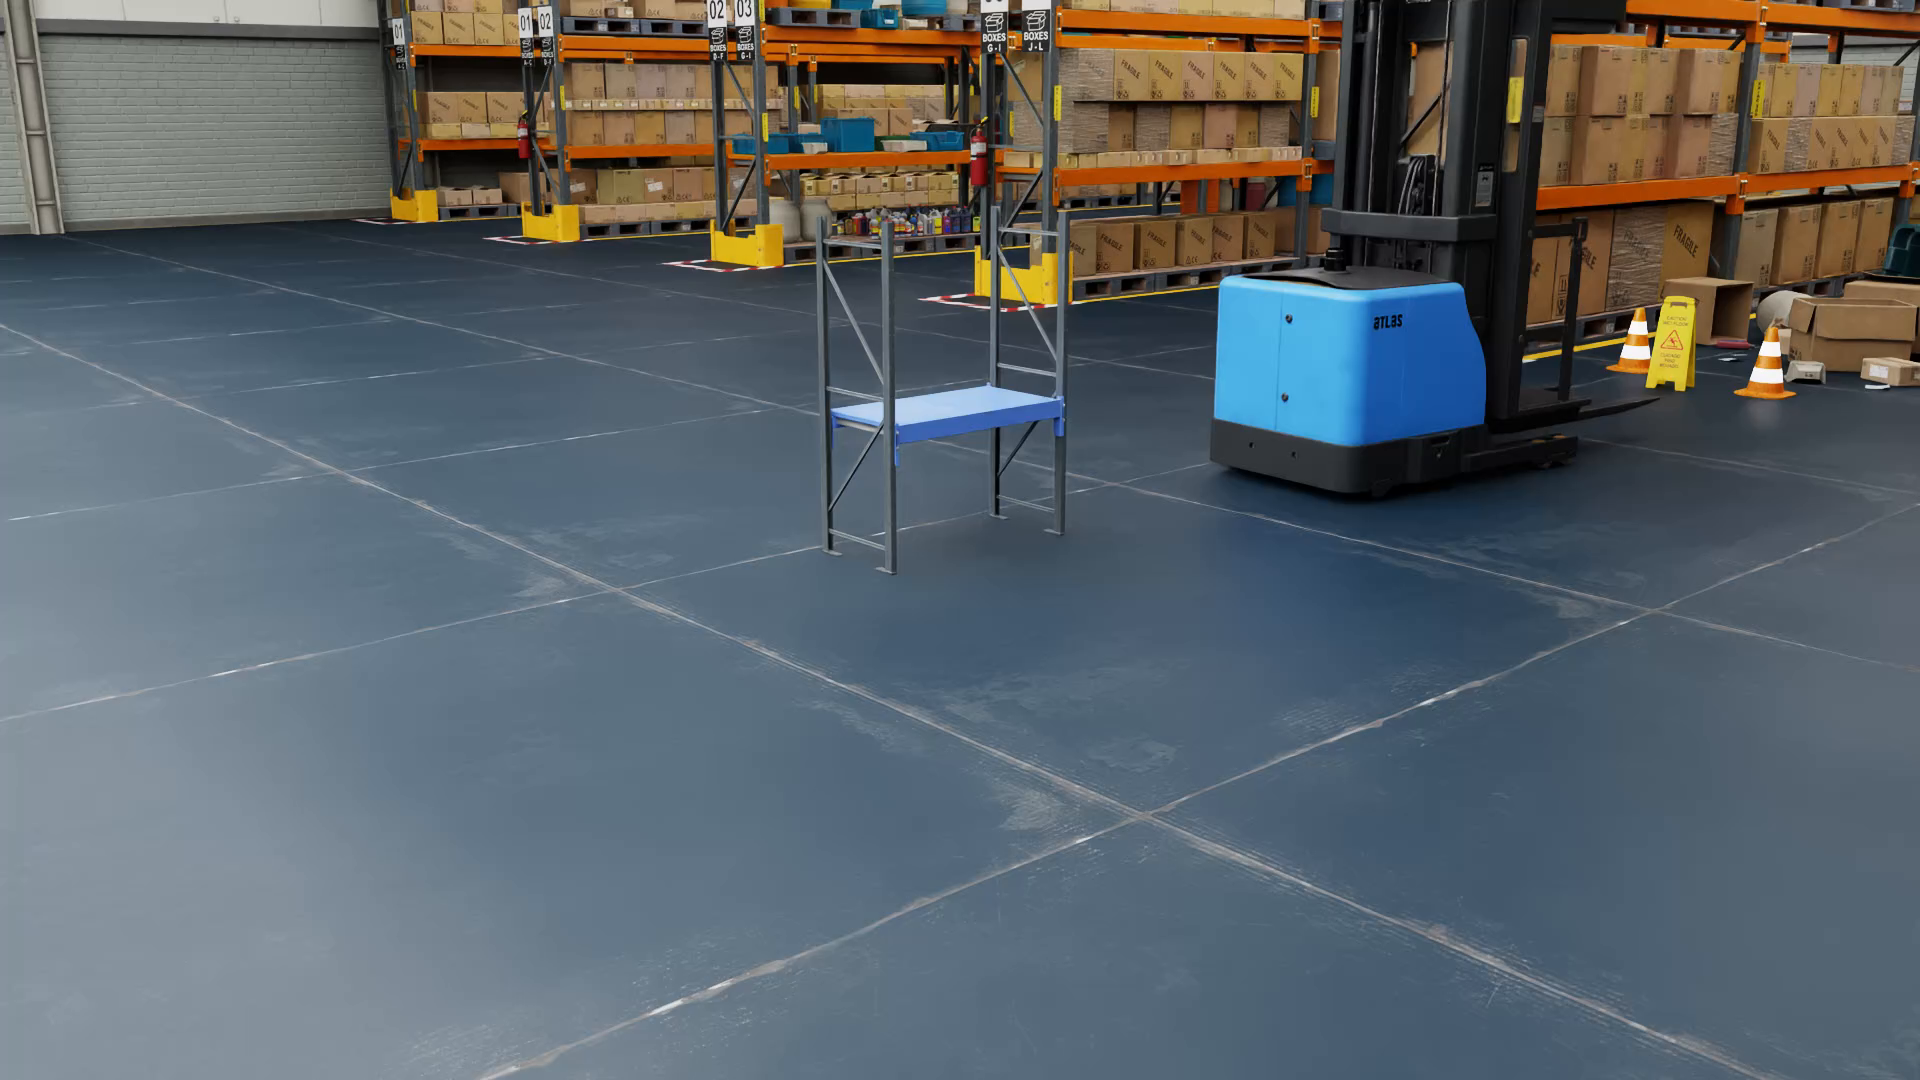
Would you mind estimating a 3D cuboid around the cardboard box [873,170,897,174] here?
[{"bbox_3d":[-1.247,-6.127,28.303,0.500,0.311,0.500,-13,20,-41],"label":"cardboard box"}]

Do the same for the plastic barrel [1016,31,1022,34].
[{"bbox_3d":[0.590,-7.367,22.733,0.708,0.901,0.600,-13,19,-39],"label":"plastic barrel"}]

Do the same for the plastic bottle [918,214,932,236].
[{"bbox_3d":[-0.461,-4.165,21.954,0.135,0.276,0.152,-12,19,-38],"label":"plastic bottle"}]

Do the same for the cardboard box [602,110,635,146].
[{"bbox_3d":[-5.164,-6.049,24.391,0.500,0.500,0.700,-12,19,-38],"label":"cardboard box"}]

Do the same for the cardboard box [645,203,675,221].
[{"bbox_3d":[-4.614,-4.927,24.895,0.500,0.250,0.500,-13,19,-39],"label":"cardboard box"}]

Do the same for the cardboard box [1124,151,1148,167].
[{"bbox_3d":[1.722,-3.951,17.217,0.250,0.149,0.380,-13,19,-39],"label":"cardboard box"}]

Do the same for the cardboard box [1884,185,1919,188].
[{"bbox_3d":[11.297,-4.063,19.725,0.500,0.250,0.500,-12,19,-37],"label":"cardboard box"}]

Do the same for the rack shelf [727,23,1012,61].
[{"bbox_3d":[-1.160,-6.310,21.142,4.000,0.370,1.077,-13,19,-39],"label":"rack shelf"}]

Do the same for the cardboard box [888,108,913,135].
[{"bbox_3d":[-1.137,-6.951,27.765,0.500,0.500,0.500,-14,20,-42],"label":"cardboard box"}]

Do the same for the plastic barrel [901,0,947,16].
[{"bbox_3d":[-0.472,-7.294,21.645,0.708,0.901,0.600,-13,19,-39],"label":"plastic barrel"}]

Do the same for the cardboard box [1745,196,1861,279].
[{"bbox_3d":[8.622,-3.159,17.311,0.750,0.750,1.050,-12,19,-39],"label":"cardboard box"}]

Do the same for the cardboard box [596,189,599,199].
[{"bbox_3d":[-6.538,-6.223,29.873,0.380,0.166,0.250,13,20,40],"label":"cardboard box"}]

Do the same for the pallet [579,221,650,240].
[{"bbox_3d":[-5.368,-4.625,24.656,1.213,0.211,1.003,-13,19,-39],"label":"pallet"}]

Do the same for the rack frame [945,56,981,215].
[{"bbox_3d":[0.118,-7.190,28.854,0.127,3.000,1.000,-13,19,-39],"label":"rack frame"}]

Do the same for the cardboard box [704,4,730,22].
[{"bbox_3d":[-3.860,-8.063,25.400,0.500,0.311,0.500,-14,20,-42],"label":"cardboard box"}]

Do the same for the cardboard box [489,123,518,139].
[{"bbox_3d":[-7.825,-6.932,28.142,0.500,0.250,0.500,-13,20,-40],"label":"cardboard box"}]

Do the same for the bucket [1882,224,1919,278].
[{"bbox_3d":[8.191,-2.281,13.875,0.620,0.611,0.726,5,12,-23],"label":"bucket"}]

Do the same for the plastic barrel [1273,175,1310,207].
[{"bbox_3d":[5.428,-5.883,27.213,0.708,0.901,0.600,-13,19,-39],"label":"plastic barrel"}]

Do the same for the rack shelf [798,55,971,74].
[{"bbox_3d":[-1.628,-9.594,33.436,4.000,0.370,1.077,-13,19,-39],"label":"rack shelf"}]

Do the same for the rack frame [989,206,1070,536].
[{"bbox_3d":[0.319,-0.796,7.825,0.032,1.500,0.500,-13,19,-39],"label":"rack frame"}]

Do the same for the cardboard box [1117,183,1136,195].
[{"bbox_3d":[2.951,-6.733,31.135,0.500,0.500,0.500,-13,20,-40],"label":"cardboard box"}]

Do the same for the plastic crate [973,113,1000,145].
[{"bbox_3d":[0.514,-5.720,23.226,0.583,0.464,0.402,-13,19,-39],"label":"plastic crate"}]

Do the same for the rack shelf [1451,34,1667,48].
[{"bbox_3d":[8.127,-6.701,22.606,4.000,0.370,1.077,-13,19,-39],"label":"rack shelf"}]

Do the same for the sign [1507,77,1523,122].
[{"bbox_3d":[4.122,-3.270,12.349,0.005,0.325,0.100,-13,19,-39],"label":"sign"}]

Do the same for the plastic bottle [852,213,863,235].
[{"bbox_3d":[-1.363,-4.200,22.087,0.135,0.276,0.152,-12,19,-39],"label":"plastic bottle"}]

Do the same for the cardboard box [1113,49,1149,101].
[{"bbox_3d":[1.558,-4.704,16.840,0.500,0.500,0.500,-13,19,-39],"label":"cardboard box"}]

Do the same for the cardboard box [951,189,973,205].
[{"bbox_3d":[-0.119,-5.928,28.643,0.500,0.250,0.500,-12,19,-38],"label":"cardboard box"}]

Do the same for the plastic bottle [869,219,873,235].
[{"bbox_3d":[-1.162,-4.166,22.105,0.097,0.201,0.097,0,15,0],"label":"plastic bottle"}]

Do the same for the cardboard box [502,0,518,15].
[{"bbox_3d":[-7.843,-9.170,28.285,0.500,0.500,0.500,-13,20,-39],"label":"cardboard box"}]

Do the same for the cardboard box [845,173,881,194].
[{"bbox_3d":[-1.654,-5.851,27.269,0.500,0.311,0.500,-14,20,-41],"label":"cardboard box"}]

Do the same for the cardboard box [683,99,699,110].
[{"bbox_3d":[-4.121,-6.526,24.917,0.250,0.149,0.380,-12,19,-38],"label":"cardboard box"}]

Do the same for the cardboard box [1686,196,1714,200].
[{"bbox_3d":[10.865,-5.363,25.319,0.875,0.875,0.875,-13,19,-39],"label":"cardboard box"}]

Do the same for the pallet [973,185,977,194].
[{"bbox_3d":[0.506,-7.597,35.784,1.213,0.211,1.003,-13,19,-39],"label":"pallet"}]

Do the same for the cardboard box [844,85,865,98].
[{"bbox_3d":[-2.220,-8.835,32.753,0.500,0.250,0.500,-13,20,-40],"label":"cardboard box"}]

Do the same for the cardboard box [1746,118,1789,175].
[{"bbox_3d":[7.353,-3.685,15.540,0.500,0.500,0.500,-12,19,-39],"label":"cardboard box"}]

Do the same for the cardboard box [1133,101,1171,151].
[{"bbox_3d":[1.720,-4.369,17.526,0.500,0.500,0.875,-13,19,-39],"label":"cardboard box"}]

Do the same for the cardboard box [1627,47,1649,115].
[{"bbox_3d":[5.248,-3.867,14.030,0.500,0.550,0.875,-13,19,-39],"label":"cardboard box"}]

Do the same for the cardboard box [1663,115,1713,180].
[{"bbox_3d":[6.110,-3.510,14.788,0.550,0.550,0.875,-13,19,-39],"label":"cardboard box"}]

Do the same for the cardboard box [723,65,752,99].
[{"bbox_3d":[-3.611,-7.025,25.529,0.500,0.500,0.700,-13,20,-39],"label":"cardboard box"}]

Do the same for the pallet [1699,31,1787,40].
[{"bbox_3d":[12.100,-7.894,25.851,1.213,0.211,1.003,-13,19,-39],"label":"pallet"}]

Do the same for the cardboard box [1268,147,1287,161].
[{"bbox_3d":[3.436,-4.327,18.625,0.250,0.149,0.380,-13,19,-39],"label":"cardboard box"}]

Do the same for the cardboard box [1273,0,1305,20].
[{"bbox_3d":[3.428,-5.832,18.248,0.500,0.250,0.500,-12,19,-37],"label":"cardboard box"}]

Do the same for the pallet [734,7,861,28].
[{"bbox_3d":[-1.980,-6.349,20.258,1.213,0.211,1.003,-13,19,-39],"label":"pallet"}]

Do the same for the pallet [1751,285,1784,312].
[{"bbox_3d":[7.313,-2.398,16.320,1.213,0.211,1.003,-13,19,-39],"label":"pallet"}]

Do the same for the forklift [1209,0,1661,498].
[{"bbox_3d":[2.857,-1.910,9.220,3.031,2.935,1.130,-11,18,-35],"label":"forklift"}]

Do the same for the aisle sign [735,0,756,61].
[{"bbox_3d":[-2.530,-6.056,19.573,0.004,0.787,0.394,-13,19,-39],"label":"aisle sign"}]

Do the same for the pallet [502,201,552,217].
[{"bbox_3d":[-7.558,-5.800,29.055,1.213,0.211,1.003,-13,19,-39],"label":"pallet"}]

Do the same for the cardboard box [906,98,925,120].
[{"bbox_3d":[-1.065,-8.734,33.825,0.500,0.500,0.500,-13,19,-39],"label":"cardboard box"}]

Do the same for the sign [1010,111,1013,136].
[{"bbox_3d":[0.702,-5.572,22.261,0.005,0.325,0.100,-13,19,-39],"label":"sign"}]

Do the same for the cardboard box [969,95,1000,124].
[{"bbox_3d":[0.519,-7.570,29.268,0.700,0.500,0.500,8,17,28],"label":"cardboard box"}]

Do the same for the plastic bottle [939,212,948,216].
[{"bbox_3d":[-0.209,-4.271,22.351,0.135,0.276,0.152,-13,19,-39],"label":"plastic bottle"}]

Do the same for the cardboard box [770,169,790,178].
[{"bbox_3d":[-3.646,-7.026,32.233,0.500,0.500,0.700,-12,19,-39],"label":"cardboard box"}]

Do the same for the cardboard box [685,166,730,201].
[{"bbox_3d":[-3.866,-5.460,25.439,0.500,0.500,0.500,-13,19,-39],"label":"cardboard box"}]

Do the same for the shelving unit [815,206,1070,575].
[{"bbox_3d":[-0.064,-0.710,7.502,1.048,1.500,0.538,-13,19,-39],"label":"shelving unit"}]

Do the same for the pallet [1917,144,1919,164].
[{"bbox_3d":[10.265,-4.327,18.507,1.003,0.211,1.213,-13,19,-39],"label":"pallet"}]

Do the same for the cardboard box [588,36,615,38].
[{"bbox_3d":[-6.375,-8.849,29.020,0.500,0.500,0.500,-12,19,-38],"label":"cardboard box"}]
